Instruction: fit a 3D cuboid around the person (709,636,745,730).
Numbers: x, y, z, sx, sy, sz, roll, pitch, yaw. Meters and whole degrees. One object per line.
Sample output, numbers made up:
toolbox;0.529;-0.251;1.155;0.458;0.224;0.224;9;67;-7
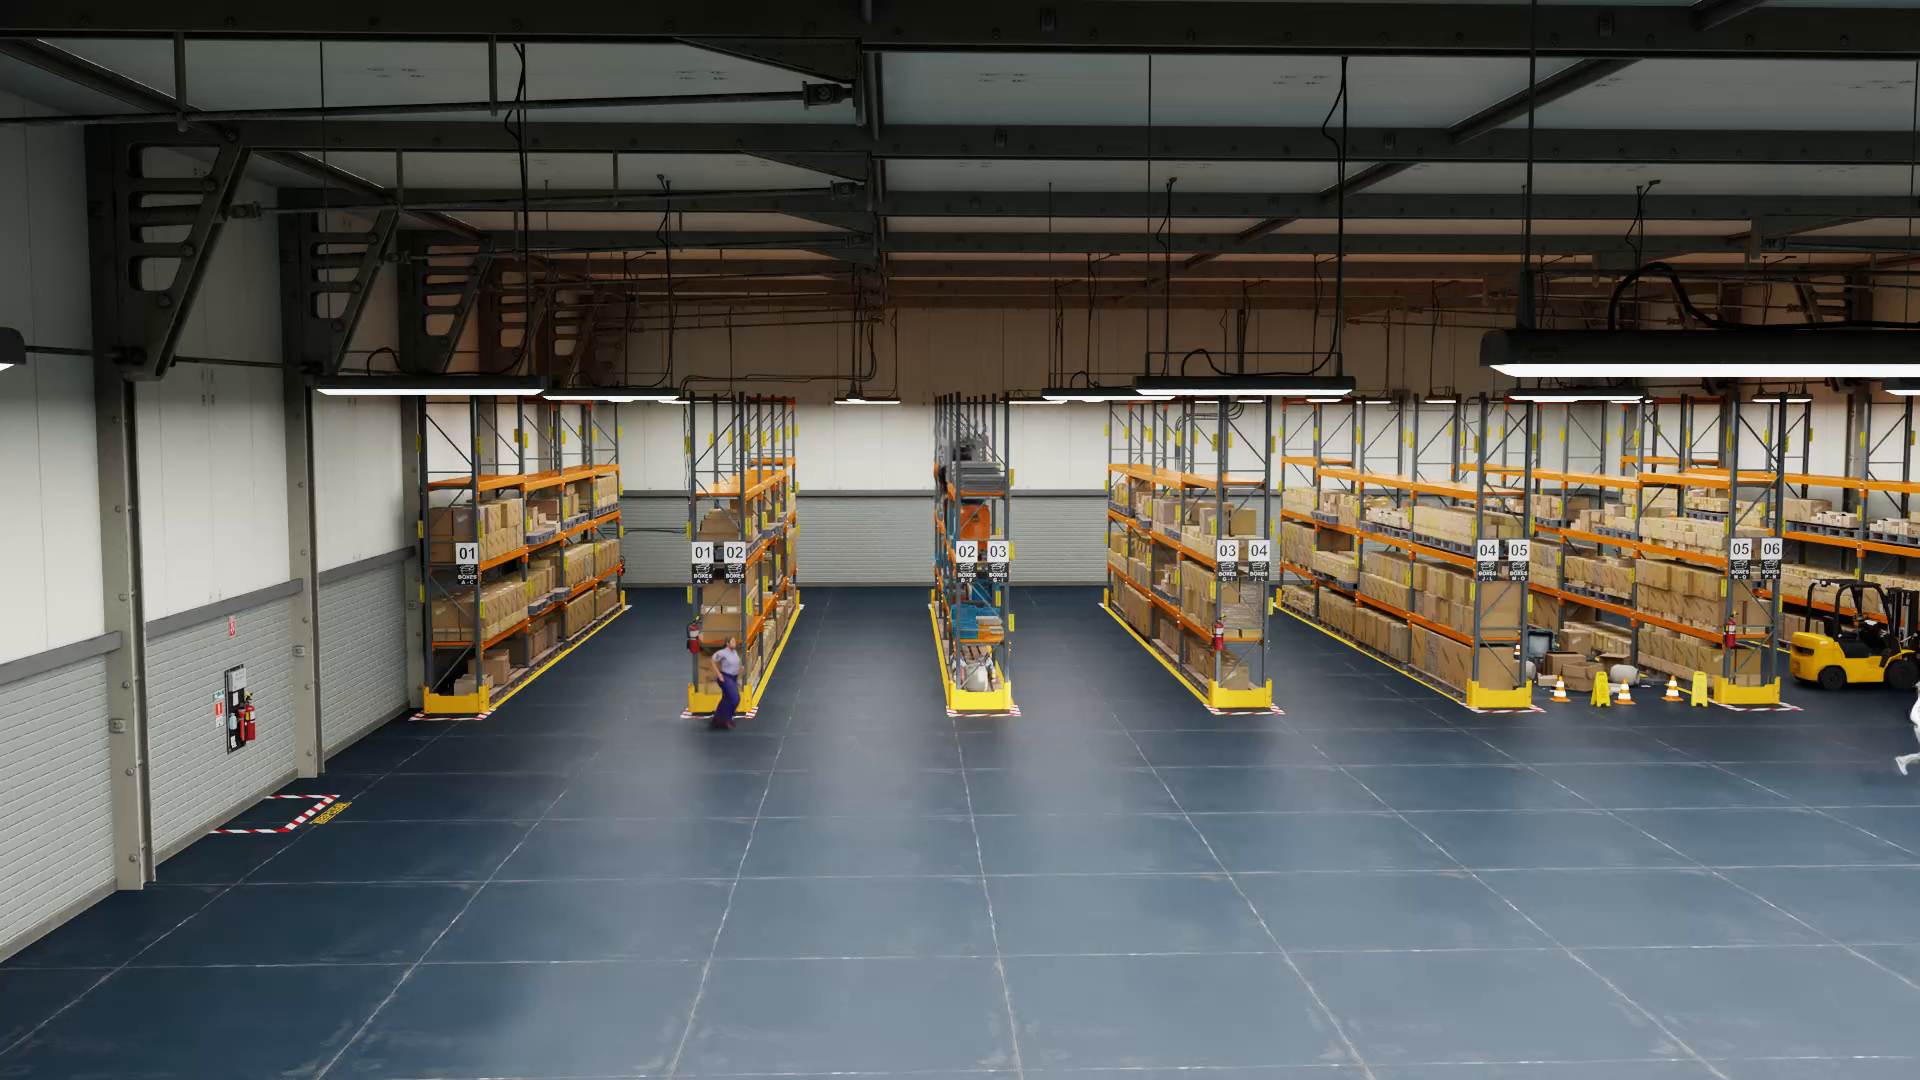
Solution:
person;-4.138;2.546;29.661;0.661;1.684;0.590;2;5;18

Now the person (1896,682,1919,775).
person;14.475;2.904;25.009;0.666;1.675;0.618;4;6;38
